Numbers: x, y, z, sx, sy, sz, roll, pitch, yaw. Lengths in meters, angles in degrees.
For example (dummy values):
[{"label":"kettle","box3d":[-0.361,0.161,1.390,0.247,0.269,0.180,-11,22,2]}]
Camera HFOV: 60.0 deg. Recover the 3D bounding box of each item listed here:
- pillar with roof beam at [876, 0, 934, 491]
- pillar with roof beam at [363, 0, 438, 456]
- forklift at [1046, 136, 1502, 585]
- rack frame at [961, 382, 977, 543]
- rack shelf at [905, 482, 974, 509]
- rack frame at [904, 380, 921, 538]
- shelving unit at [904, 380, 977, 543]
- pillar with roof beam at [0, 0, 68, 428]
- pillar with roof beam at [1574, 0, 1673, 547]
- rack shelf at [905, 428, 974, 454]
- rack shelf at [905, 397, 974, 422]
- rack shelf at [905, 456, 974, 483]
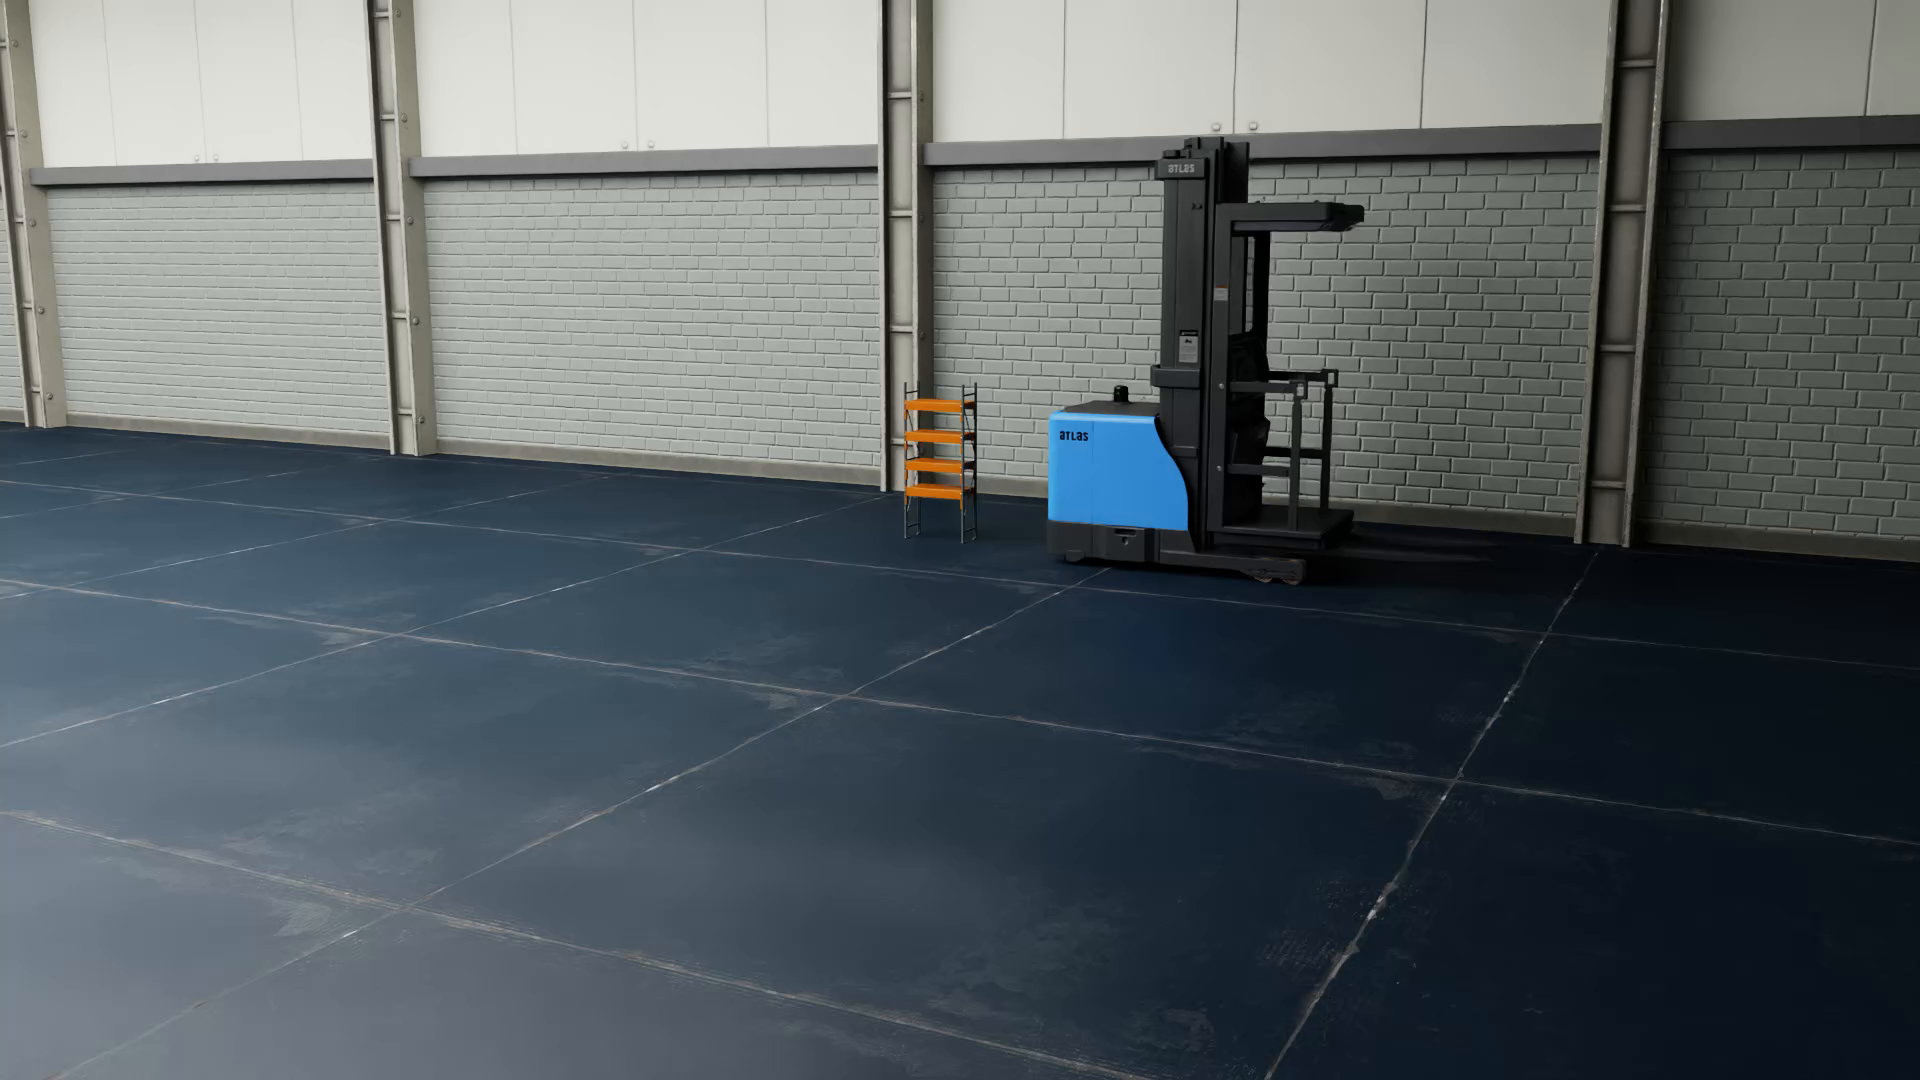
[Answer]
[{"label":"pillar with roof beam","box3d":[-2.387,-4.199,10.661,0.400,9.000,9.100,5,11,26]},{"label":"pillar with roof beam","box3d":[-7.768,-4.671,13.274,0.400,9.000,9.100,5,11,26]},{"label":"forklift","box3d":[2.173,-1.252,11.416,3.031,2.935,1.130,5,11,24]},{"label":"rack frame","box3d":[0.070,-0.584,12.589,0.015,1.200,0.240,5,11,26]},{"label":"rack shelf","box3d":[-0.148,-0.342,12.743,0.480,0.148,0.258,5,11,26]},{"label":"rack frame","box3d":[-0.367,-0.623,12.802,0.015,1.200,0.240,5,11,26]},{"label":"shelving unit","box3d":[-0.148,-0.603,12.695,0.503,1.200,0.258,5,11,26]},{"label":"pillar with roof beam","box3d":[-13.149,-5.144,15.886,0.400,9.000,9.100,5,11,26]},{"label":"pillar with roof beam","box3d":[2.993,-3.726,8.049,0.400,9.000,9.100,5,11,26]},{"label":"rack shelf","box3d":[-0.148,-0.757,12.668,0.480,0.148,0.258,5,11,26]},{"label":"rack shelf","box3d":[-0.148,-0.990,12.625,0.480,0.148,0.258,5,11,26]},{"label":"rack shelf","box3d":[-0.148,-0.537,12.707,0.480,0.148,0.258,5,11,26]}]
